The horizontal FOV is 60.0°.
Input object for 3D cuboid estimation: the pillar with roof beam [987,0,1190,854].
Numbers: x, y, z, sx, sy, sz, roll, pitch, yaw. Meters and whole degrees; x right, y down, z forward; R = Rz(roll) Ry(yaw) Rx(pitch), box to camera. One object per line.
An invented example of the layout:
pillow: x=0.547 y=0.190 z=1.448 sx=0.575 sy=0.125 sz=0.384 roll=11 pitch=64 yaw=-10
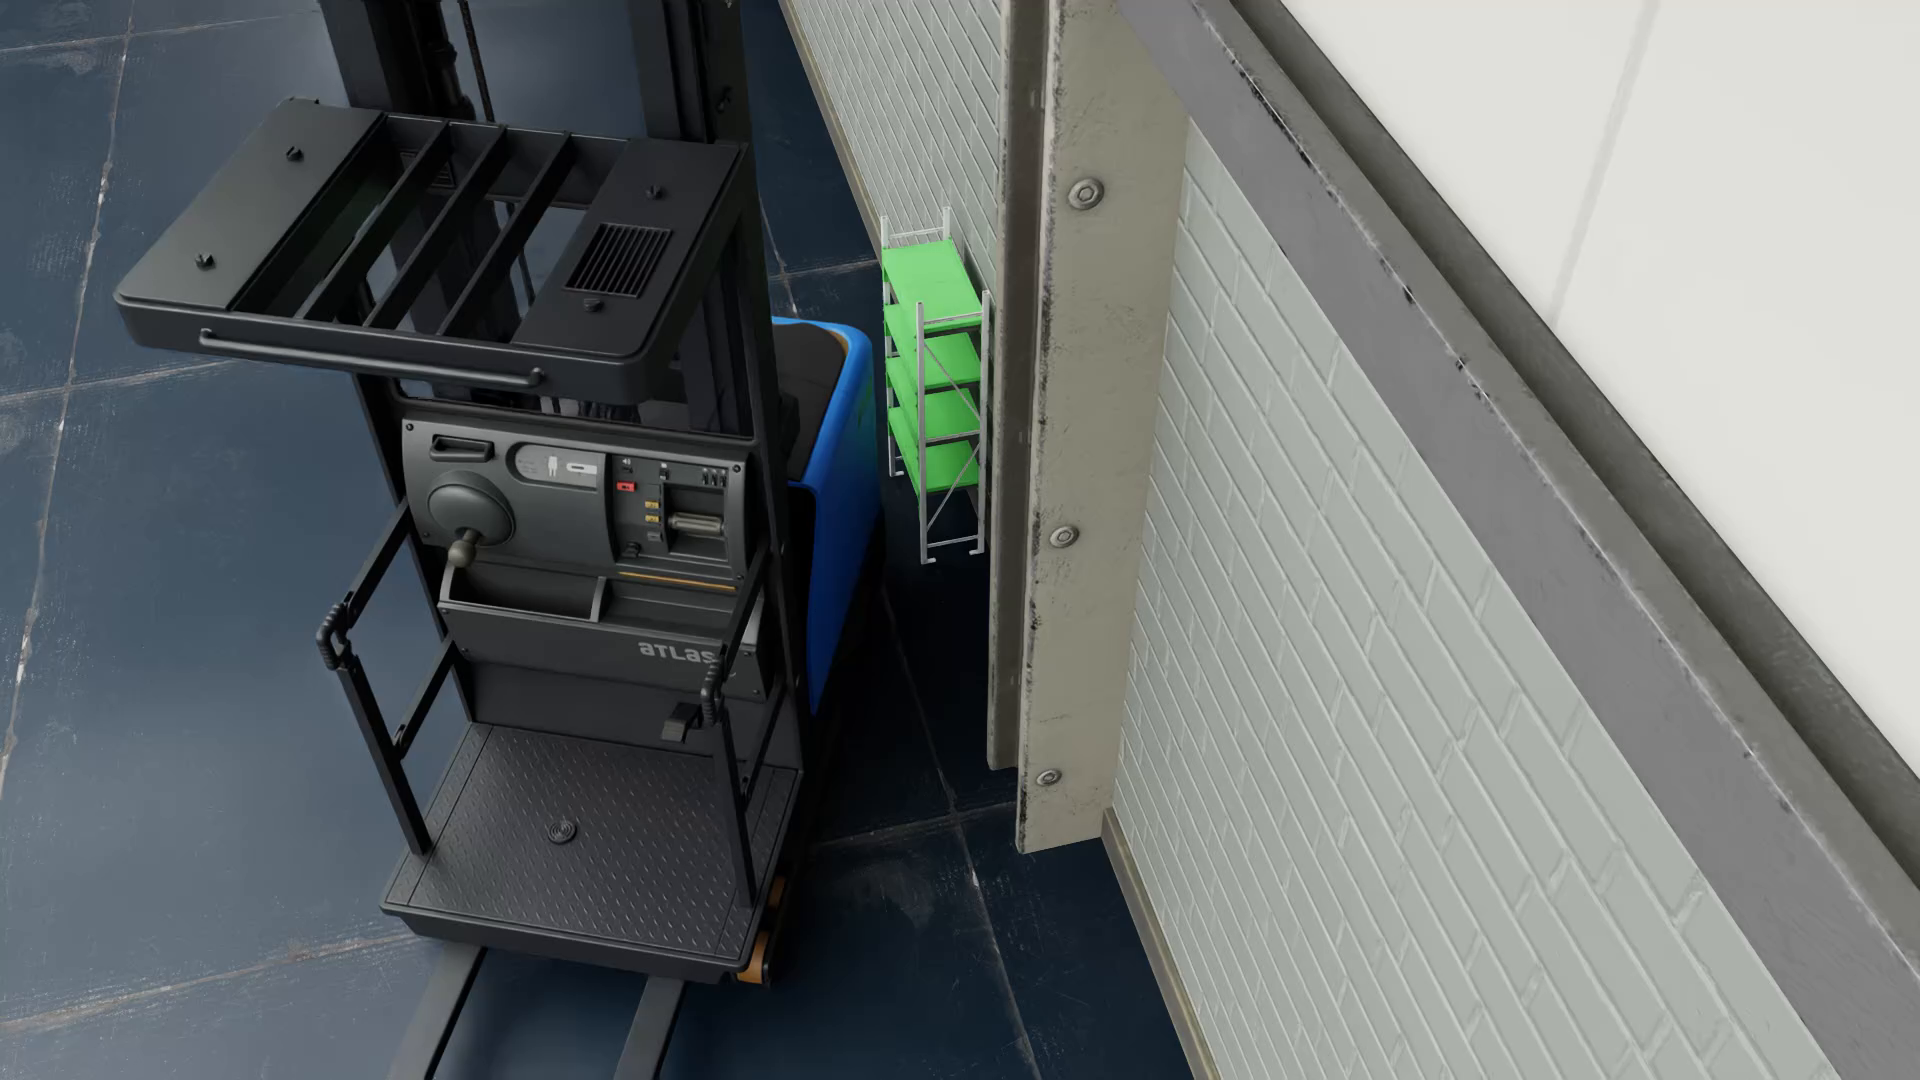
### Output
pillar with roof beam: x=-3.875 y=-1.530 z=1.449 sx=9.100 sy=9.000 sz=0.400 roll=-11 pitch=47 yaw=-10

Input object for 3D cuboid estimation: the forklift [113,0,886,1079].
forklift: x=-1.042 y=0.002 z=4.196 sx=1.130 sy=2.935 sz=3.031 roll=7 pitch=46 yaw=7

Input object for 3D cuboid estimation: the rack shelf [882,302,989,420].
rack shelf: x=-0.089 y=-0.648 z=5.798 sx=0.258 sy=0.148 sz=0.480 roll=-11 pitch=47 yaw=-11

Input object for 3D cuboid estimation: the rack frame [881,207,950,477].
rack frame: x=-0.154 y=-0.693 z=6.088 sx=0.240 sy=1.200 sz=0.015 roll=-11 pitch=47 yaw=-11

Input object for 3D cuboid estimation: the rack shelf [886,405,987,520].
rack shelf: x=-0.091 y=-0.312 z=6.140 sx=0.258 sy=0.148 sz=0.480 roll=-11 pitch=47 yaw=-11

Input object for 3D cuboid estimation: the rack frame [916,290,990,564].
rack frame: x=-0.025 y=-0.357 z=5.759 sx=0.240 sy=1.200 sz=0.015 roll=-11 pitch=47 yaw=-11

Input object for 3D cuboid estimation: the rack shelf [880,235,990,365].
rack shelf: x=-0.087 y=-0.817 z=5.627 sx=0.258 sy=0.148 sz=0.480 roll=-11 pitch=47 yaw=-11

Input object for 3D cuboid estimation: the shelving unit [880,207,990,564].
shelving unit: x=-0.089 y=-0.525 z=5.924 sx=0.258 sy=1.200 sz=0.503 roll=-11 pitch=47 yaw=-11

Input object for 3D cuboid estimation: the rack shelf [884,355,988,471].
rack shelf: x=-0.090 y=-0.480 z=5.969 sx=0.258 sy=0.148 sz=0.480 roll=-11 pitch=47 yaw=-11
